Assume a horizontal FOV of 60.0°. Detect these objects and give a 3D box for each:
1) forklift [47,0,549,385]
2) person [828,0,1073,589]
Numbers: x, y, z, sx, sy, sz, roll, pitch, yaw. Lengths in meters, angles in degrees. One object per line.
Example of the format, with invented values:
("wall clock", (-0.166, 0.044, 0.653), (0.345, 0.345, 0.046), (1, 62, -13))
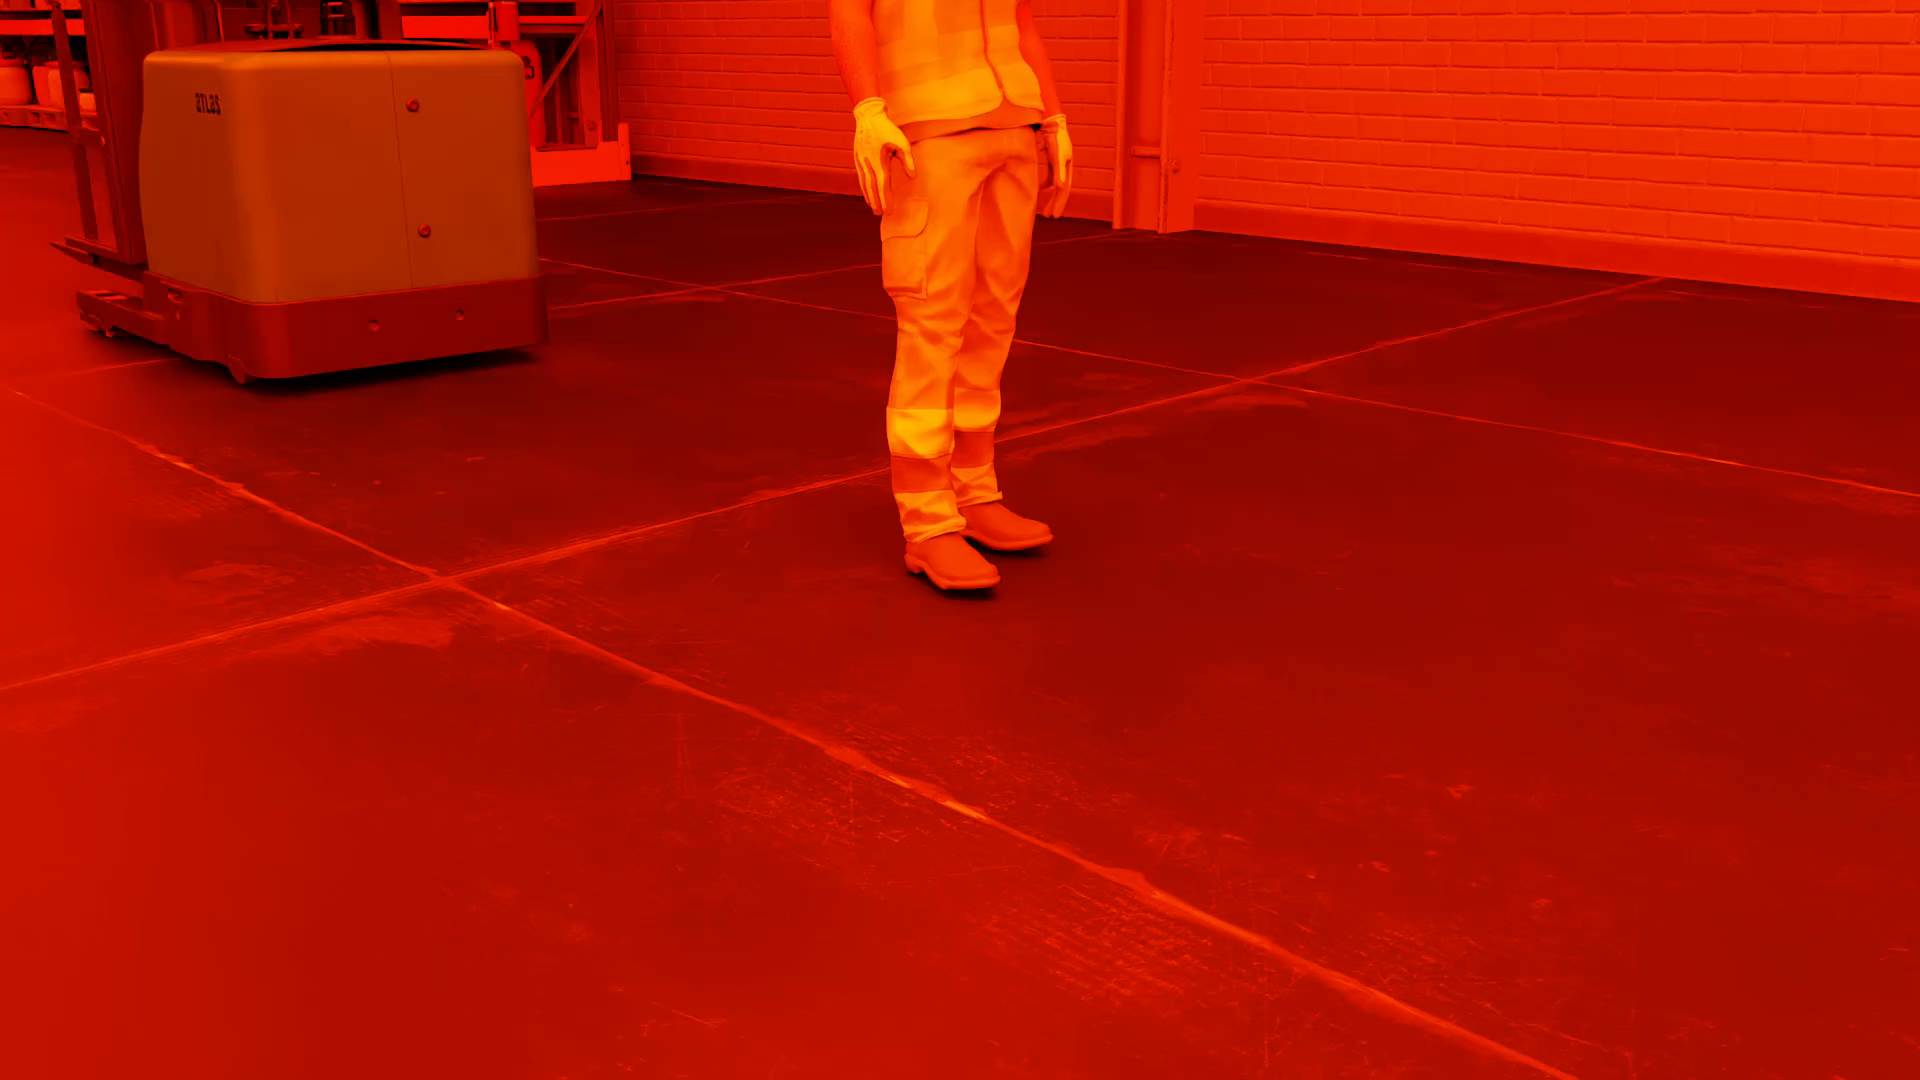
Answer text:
("forklift", (-2.838, -2.270, 6.283), (1.130, 2.935, 3.031), (-15, 23, -40))
("person", (0.048, -0.843, 3.567), (0.564, 1.787, 0.637), (16, 23, 42))
